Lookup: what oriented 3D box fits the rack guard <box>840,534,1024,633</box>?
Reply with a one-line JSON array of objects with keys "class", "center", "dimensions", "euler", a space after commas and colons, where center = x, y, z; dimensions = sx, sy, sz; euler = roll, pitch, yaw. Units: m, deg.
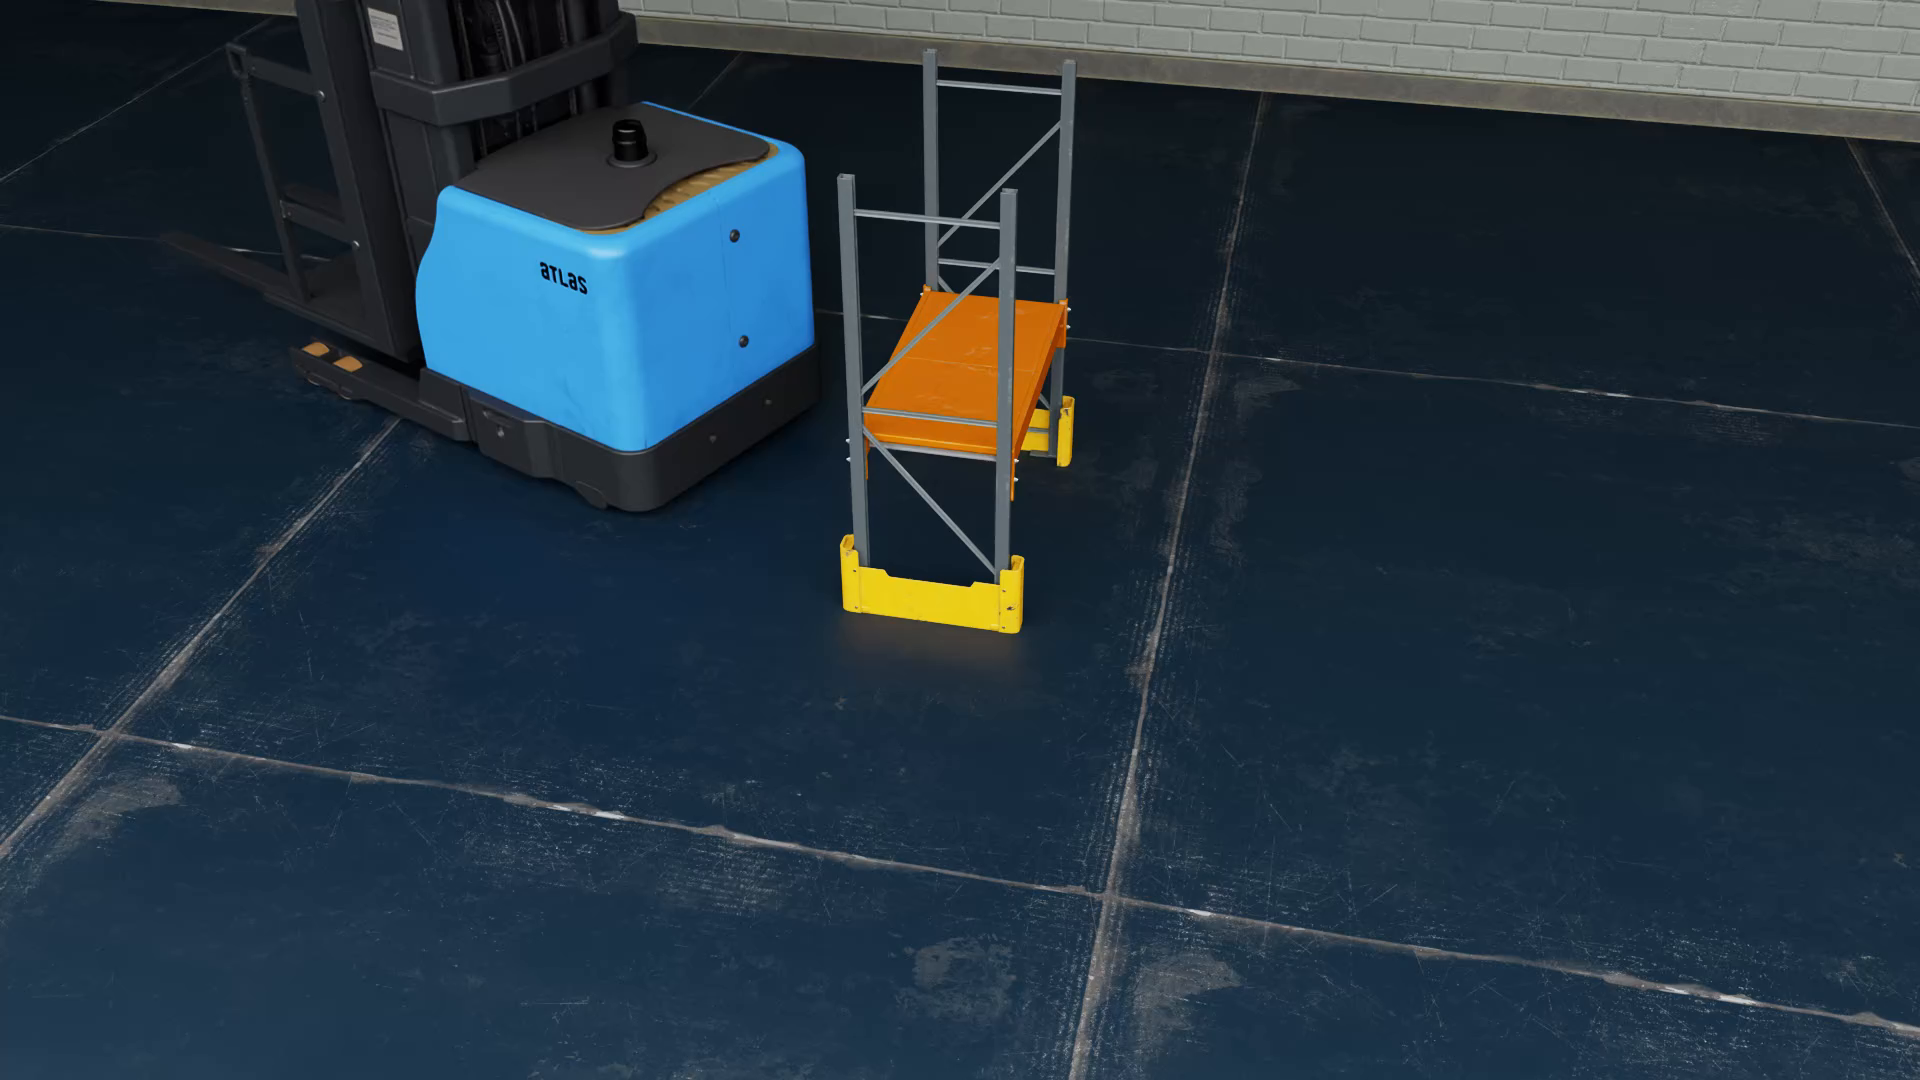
[{"class": "rack guard", "center": [-0.090, 0.141, 5.343], "dimensions": [0.587, 0.250, 0.087], "euler": [7, 37, 10]}]

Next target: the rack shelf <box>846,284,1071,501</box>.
[{"class": "rack shelf", "center": [0.018, -0.511, 5.483], "dimensions": [0.538, 0.185, 1.000], "euler": [7, 37, 10]}]

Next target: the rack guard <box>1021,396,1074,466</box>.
[{"class": "rack guard", "center": [0.123, -0.430, 6.131], "dimensions": [0.587, 0.250, 0.087], "euler": [7, 37, 10]}]

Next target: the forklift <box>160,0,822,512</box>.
[{"class": "forklift", "center": [-2.027, -1.965, 5.963], "dimensions": [3.031, 2.935, 1.130], "euler": [23, 42, 28]}]

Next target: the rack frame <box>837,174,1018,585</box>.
[{"class": "rack frame", "center": [-0.090, -0.365, 4.975], "dimensions": [0.500, 1.500, 0.032], "euler": [7, 37, 10]}]

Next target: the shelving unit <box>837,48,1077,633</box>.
[{"class": "shelving unit", "center": [0.016, -0.651, 5.370], "dimensions": [0.587, 1.500, 1.083], "euler": [7, 37, 10]}]

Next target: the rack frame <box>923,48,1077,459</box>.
[{"class": "rack frame", "center": [0.127, -0.948, 5.779], "dimensions": [0.500, 1.500, 0.032], "euler": [7, 37, 10]}]
